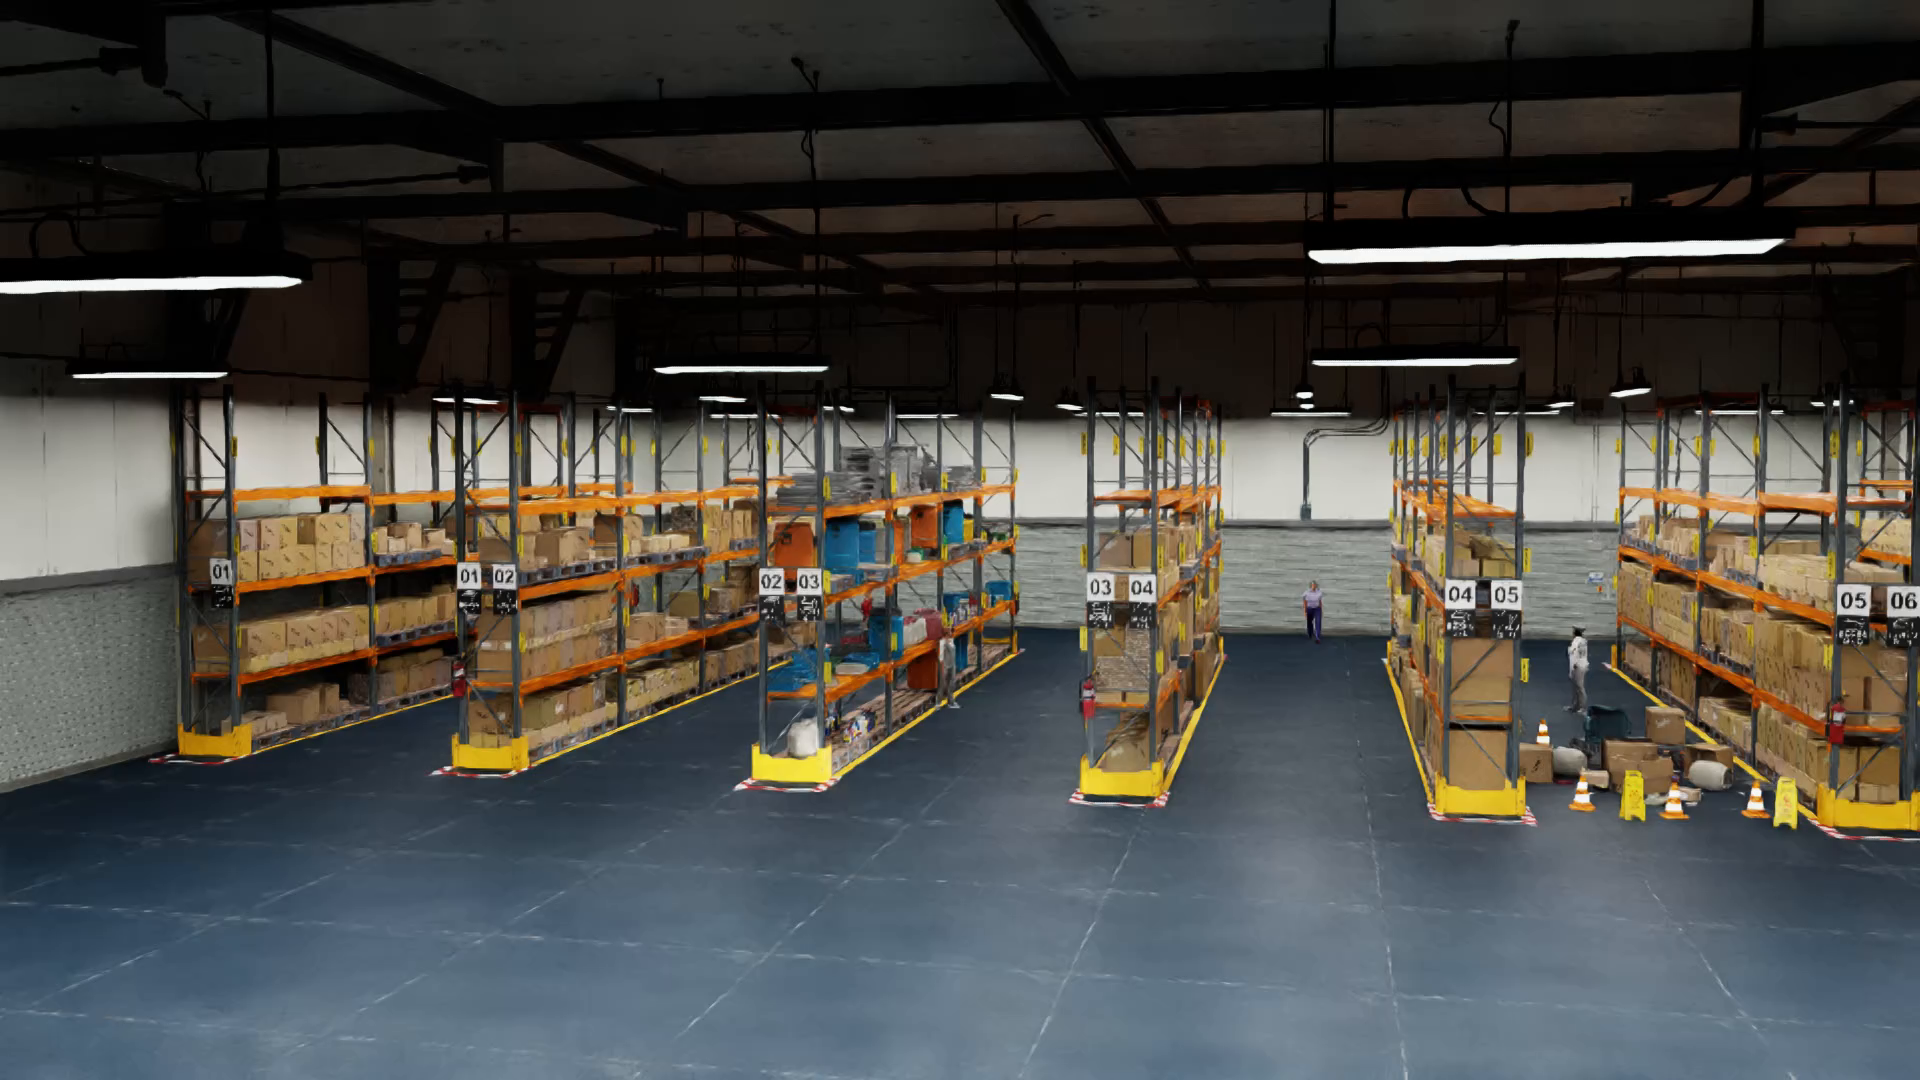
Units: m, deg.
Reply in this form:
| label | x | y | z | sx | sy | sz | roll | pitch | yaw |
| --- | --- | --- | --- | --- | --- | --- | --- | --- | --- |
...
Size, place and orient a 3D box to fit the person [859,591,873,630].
| label | x | y | z | sx | sy | sz | roll | pitch | yaw |
| --- | --- | --- | --- | --- | --- | --- | --- | --- | --- |
| person | -2.056 | 2.000 | 37.900 | 0.479 | 1.732 | 0.620 | -1 | 3 | -11 |

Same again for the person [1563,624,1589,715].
| label | x | y | z | sx | sy | sz | roll | pitch | yaw |
| --- | --- | --- | --- | --- | --- | --- | --- | --- | --- |
| person | 11.550 | 2.411 | 31.159 | 0.542 | 1.667 | 0.571 | 3 | 4 | 39 |

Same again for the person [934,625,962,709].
| label | x | y | z | sx | sy | sz | roll | pitch | yaw |
| --- | --- | --- | --- | --- | --- | --- | --- | --- | --- |
| person | -0.263 | 2.424 | 31.700 | 0.372 | 1.597 | 0.573 | 2 | 4 | 35 |

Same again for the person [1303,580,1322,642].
| label | x | y | z | sx | sy | sz | roll | pitch | yaw |
| --- | --- | --- | --- | --- | --- | --- | --- | --- | --- |
| person | 9.064 | 1.815 | 42.739 | 0.479 | 1.567 | 1.090 | 1 | 3 | 14 |
